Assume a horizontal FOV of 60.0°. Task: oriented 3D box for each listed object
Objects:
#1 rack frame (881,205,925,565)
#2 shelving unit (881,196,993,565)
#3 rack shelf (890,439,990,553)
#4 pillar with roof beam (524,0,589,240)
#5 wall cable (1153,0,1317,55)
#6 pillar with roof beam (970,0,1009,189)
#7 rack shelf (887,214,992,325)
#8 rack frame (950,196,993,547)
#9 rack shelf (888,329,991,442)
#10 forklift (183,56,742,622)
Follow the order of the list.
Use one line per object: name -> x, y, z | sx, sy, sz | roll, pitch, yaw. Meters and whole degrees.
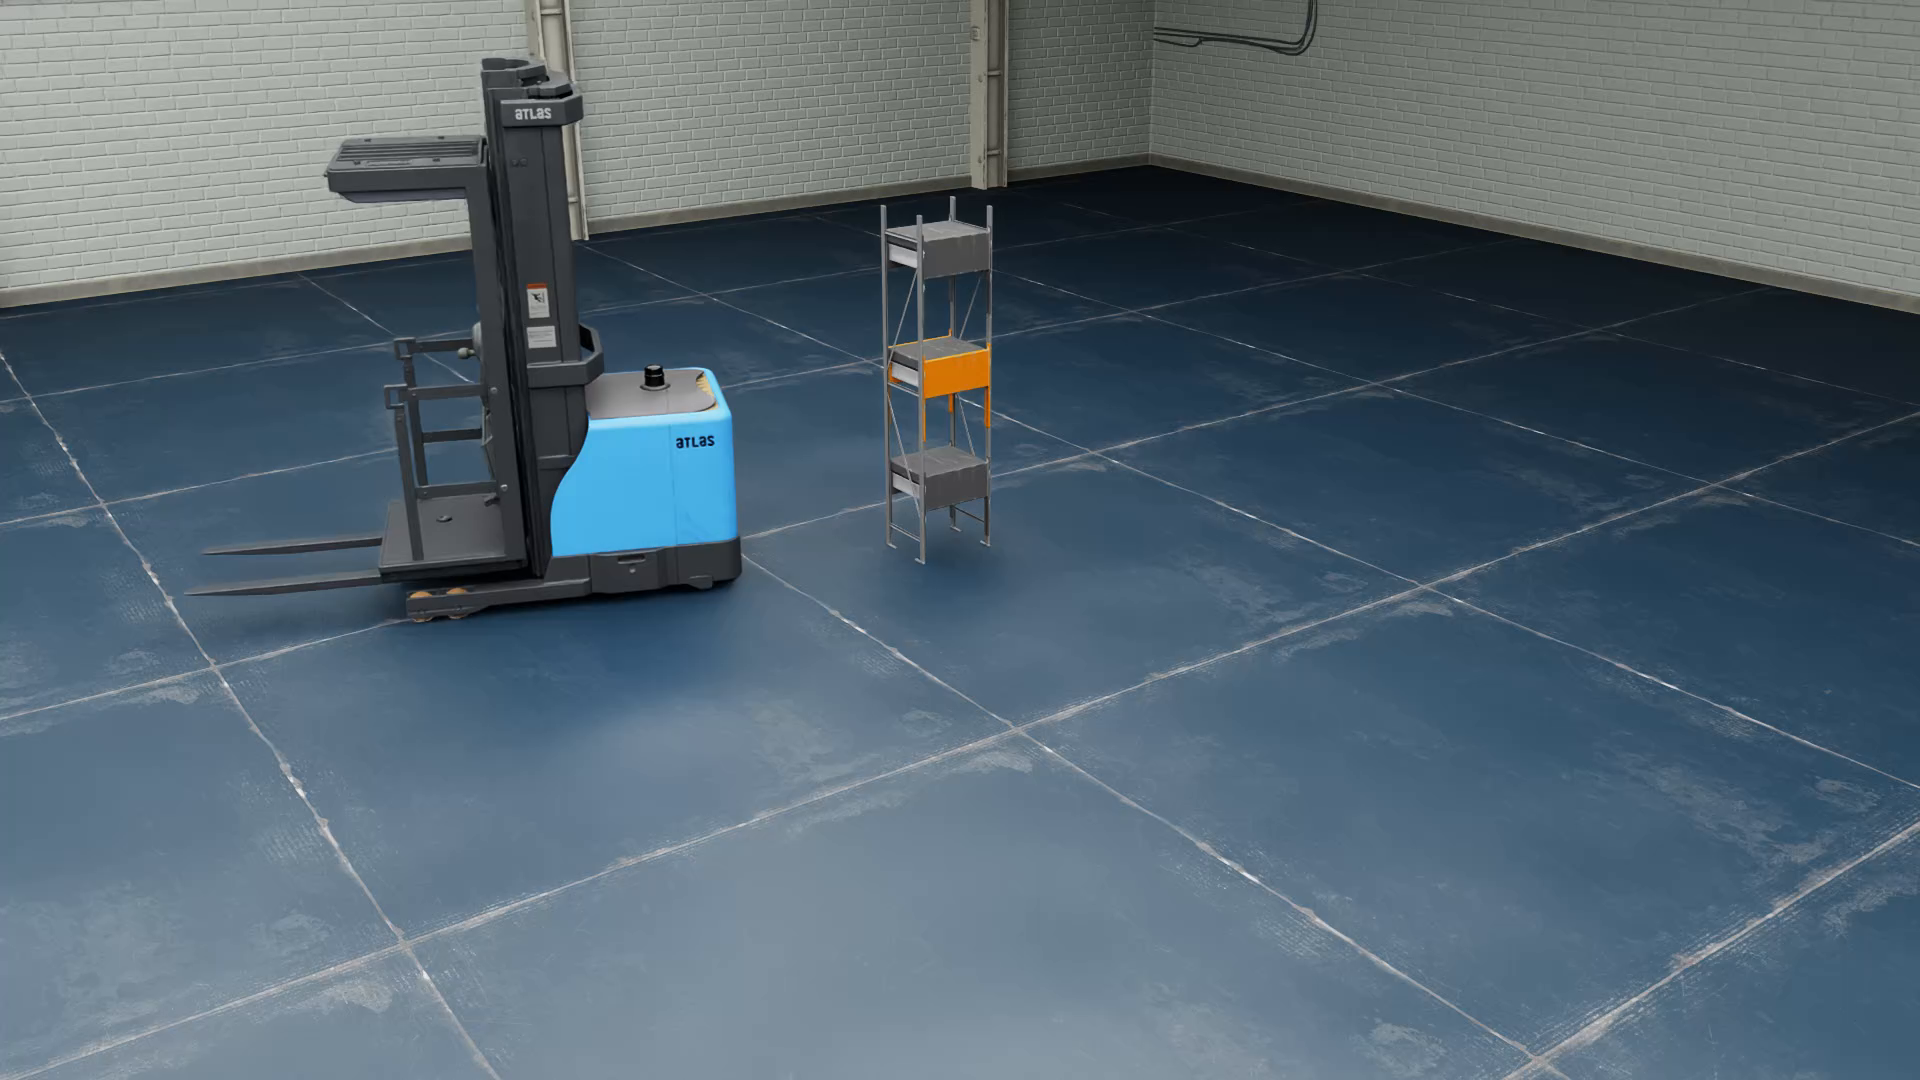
rack frame -> -0.332, -0.887, 9.785 | 0.015, 2.100, 0.400 | -15, 26, -33
shelving unit -> -0.134, -0.939, 9.917 | 0.503, 2.100, 0.431 | -15, 26, -33
rack shelf -> -0.134, -0.277, 10.182 | 0.480, 0.518, 0.431 | -15, 26, -33
pillar with roof beam -> -1.971, -6.319, 14.090 | 0.400, 9.000, 9.100 | -15, 26, -33
wall cable -> 3.549, -7.711, 21.767 | 0.112, 2.526, 3.097 | -15, 26, -33
pillar with roof beam -> 2.900, -7.618, 17.345 | 0.400, 9.000, 9.100 | -15, 26, -33
rack shelf -> -0.134, -1.577, 9.663 | 0.480, 0.518, 0.431 | -15, 26, -33
rack frame -> 0.064, -0.992, 10.050 | 0.015, 2.100, 0.400 | -15, 26, -33
rack shelf -> -0.134, -0.927, 9.922 | 0.480, 0.518, 0.431 | -15, 26, -33
forklift -> -2.849, -1.120, 9.249 | 3.031, 2.935, 1.130 | -6, 22, -14
